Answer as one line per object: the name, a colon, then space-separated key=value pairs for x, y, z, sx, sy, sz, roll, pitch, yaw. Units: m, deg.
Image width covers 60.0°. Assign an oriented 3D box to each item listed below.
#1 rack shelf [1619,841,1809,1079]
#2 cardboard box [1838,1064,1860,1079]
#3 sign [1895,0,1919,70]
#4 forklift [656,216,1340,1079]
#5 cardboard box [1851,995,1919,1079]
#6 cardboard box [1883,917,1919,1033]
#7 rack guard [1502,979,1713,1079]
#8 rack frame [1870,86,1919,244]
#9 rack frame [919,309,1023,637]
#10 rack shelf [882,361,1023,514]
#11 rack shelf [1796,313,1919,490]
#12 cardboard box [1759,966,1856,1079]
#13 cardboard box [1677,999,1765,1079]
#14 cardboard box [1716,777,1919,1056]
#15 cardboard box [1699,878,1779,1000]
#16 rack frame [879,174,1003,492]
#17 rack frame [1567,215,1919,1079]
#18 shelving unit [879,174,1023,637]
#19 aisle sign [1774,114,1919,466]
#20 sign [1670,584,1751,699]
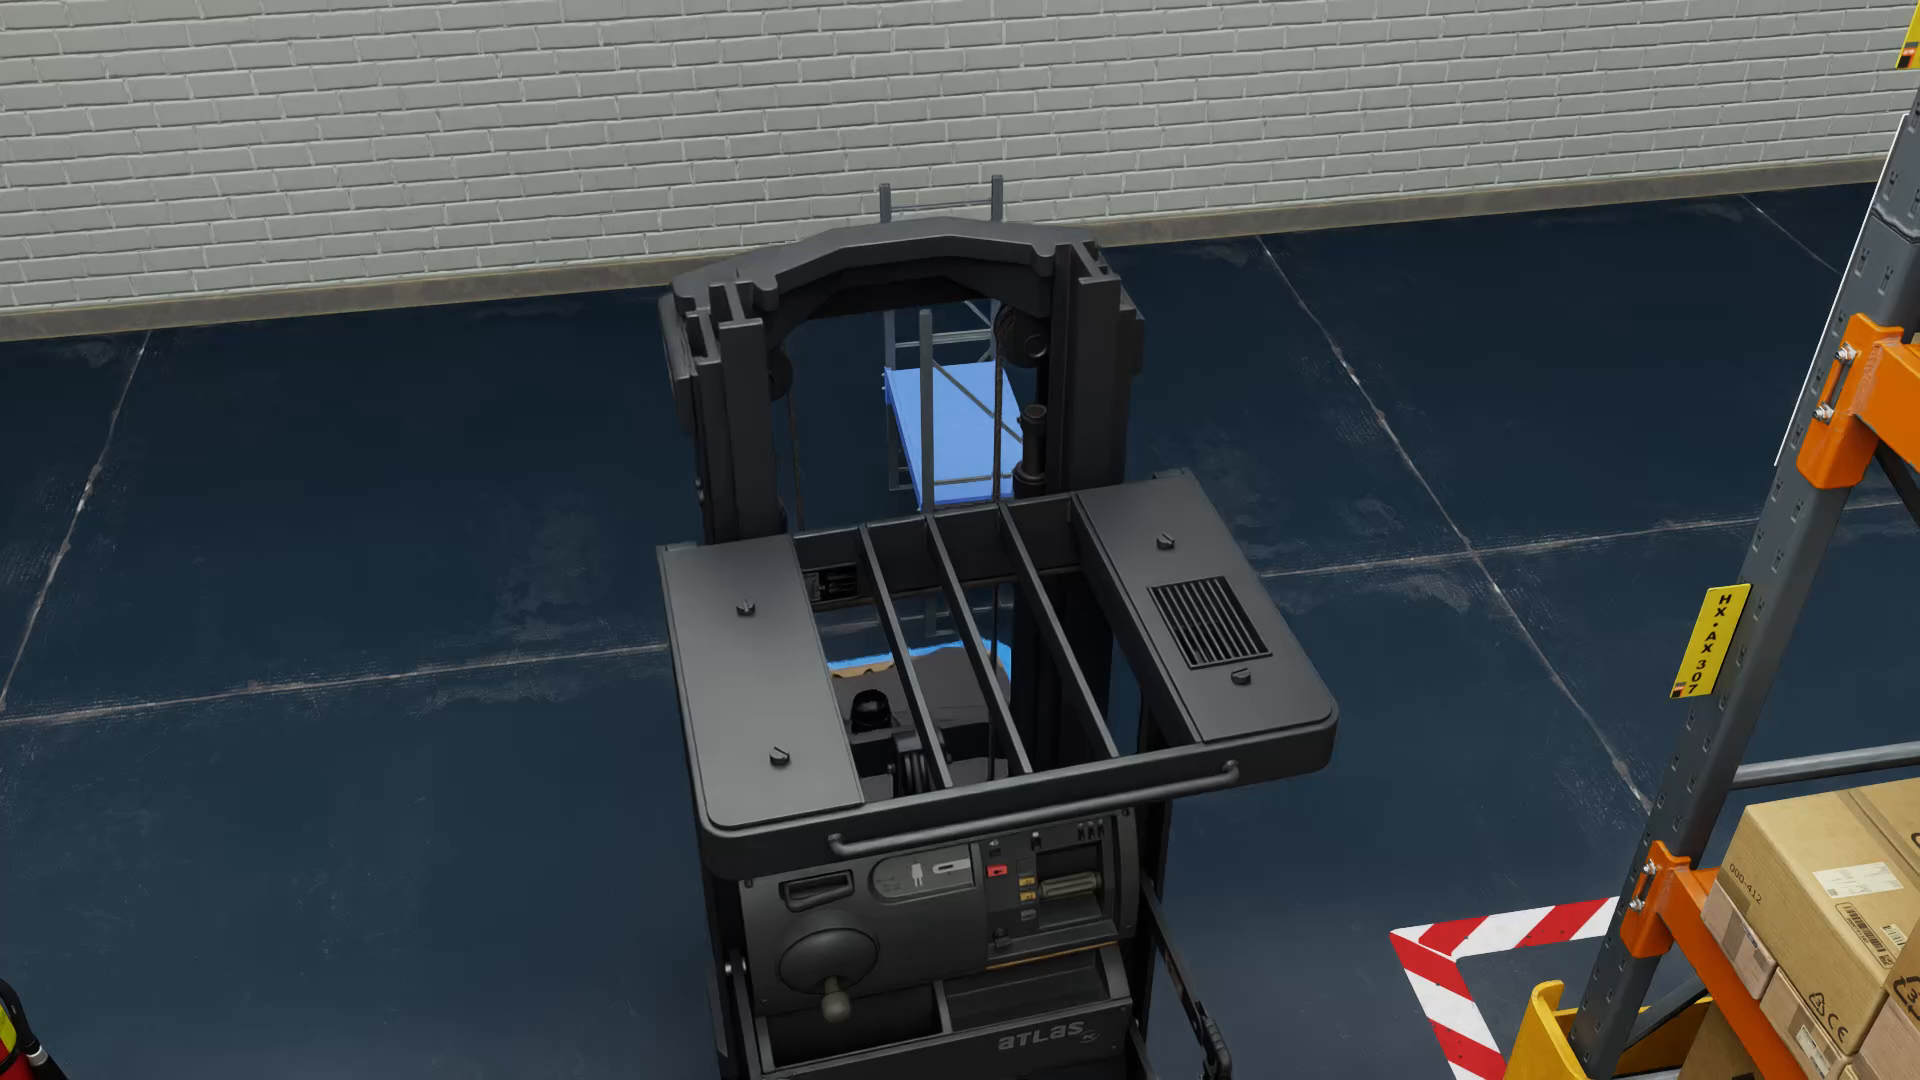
rack shelf: x=2.583 y=2.040 z=2.766 sx=1.077 sy=0.370 sz=4.000 roll=-6 pitch=38 yaw=-8
cardboard box: x=2.061 y=1.206 z=3.457 sx=0.380 sy=0.149 sz=0.250 roll=-7 pitch=38 yaw=-9
sign: x=1.685 y=-0.957 z=2.815 sx=0.100 sy=0.325 sz=0.005 roll=-6 pitch=38 yaw=-8
forklift: x=0.017 y=0.924 z=3.672 sx=1.130 sy=2.935 sz=3.031 roll=-9 pitch=39 yaw=-11
cardboard box: x=2.148 y=1.122 z=3.241 sx=0.500 sy=0.250 sz=0.500 roll=-7 pitch=38 yaw=-9
cardboard box: x=2.138 y=0.814 z=3.025 sx=0.500 sy=0.500 sz=0.500 roll=-7 pitch=38 yaw=-9
rack guard: x=2.228 y=1.520 z=4.886 sx=1.175 sy=0.500 sz=0.348 roll=-6 pitch=38 yaw=-8
rack frame: x=2.232 y=-1.821 z=2.260 sx=1.000 sy=3.000 sz=0.127 roll=-6 pitch=38 yaw=-8
rack frame: x=0.104 y=-0.234 z=6.328 sx=0.500 sy=1.500 sz=0.032 roll=-6 pitch=38 yaw=-8
rack shelf: x=0.015 y=-0.399 z=6.834 sx=0.538 sy=0.185 sz=1.000 roll=-6 pitch=38 yaw=-8
rack shelf: x=2.583 y=0.855 z=1.846 sx=1.077 sy=0.370 sz=4.000 roll=-6 pitch=38 yaw=-8
cardboard box: x=2.016 y=1.052 z=3.656 sx=0.380 sy=0.149 sz=0.250 roll=-7 pitch=38 yaw=-9
cardboard box: x=2.423 y=1.599 z=4.137 sx=0.875 sy=0.875 sz=0.875 roll=-6 pitch=38 yaw=-8
cardboard box: x=2.050 y=0.808 z=3.644 sx=0.500 sy=0.250 sz=0.500 roll=-7 pitch=38 yaw=-9
cardboard box: x=1.970 y=0.897 z=3.855 sx=0.380 sy=0.149 sz=0.250 roll=-6 pitch=38 yaw=-7
rack frame: x=-0.074 y=-0.848 z=7.119 sx=0.500 sy=1.500 sz=0.032 roll=-6 pitch=38 yaw=-8
rack frame: x=2.232 y=0.548 z=4.100 sx=1.000 sy=3.000 sz=0.127 roll=-6 pitch=38 yaw=-8
shelving unit: x=0.015 y=-0.541 z=6.724 sx=0.538 sy=1.500 sz=1.048 roll=-6 pitch=38 yaw=-8
aisle sign: x=1.924 y=-0.490 z=3.317 sx=0.394 sy=0.787 sz=0.004 roll=-6 pitch=38 yaw=-8
sign: x=1.685 y=0.231 z=3.738 sx=0.100 sy=0.325 sz=0.005 roll=-6 pitch=38 yaw=-8
